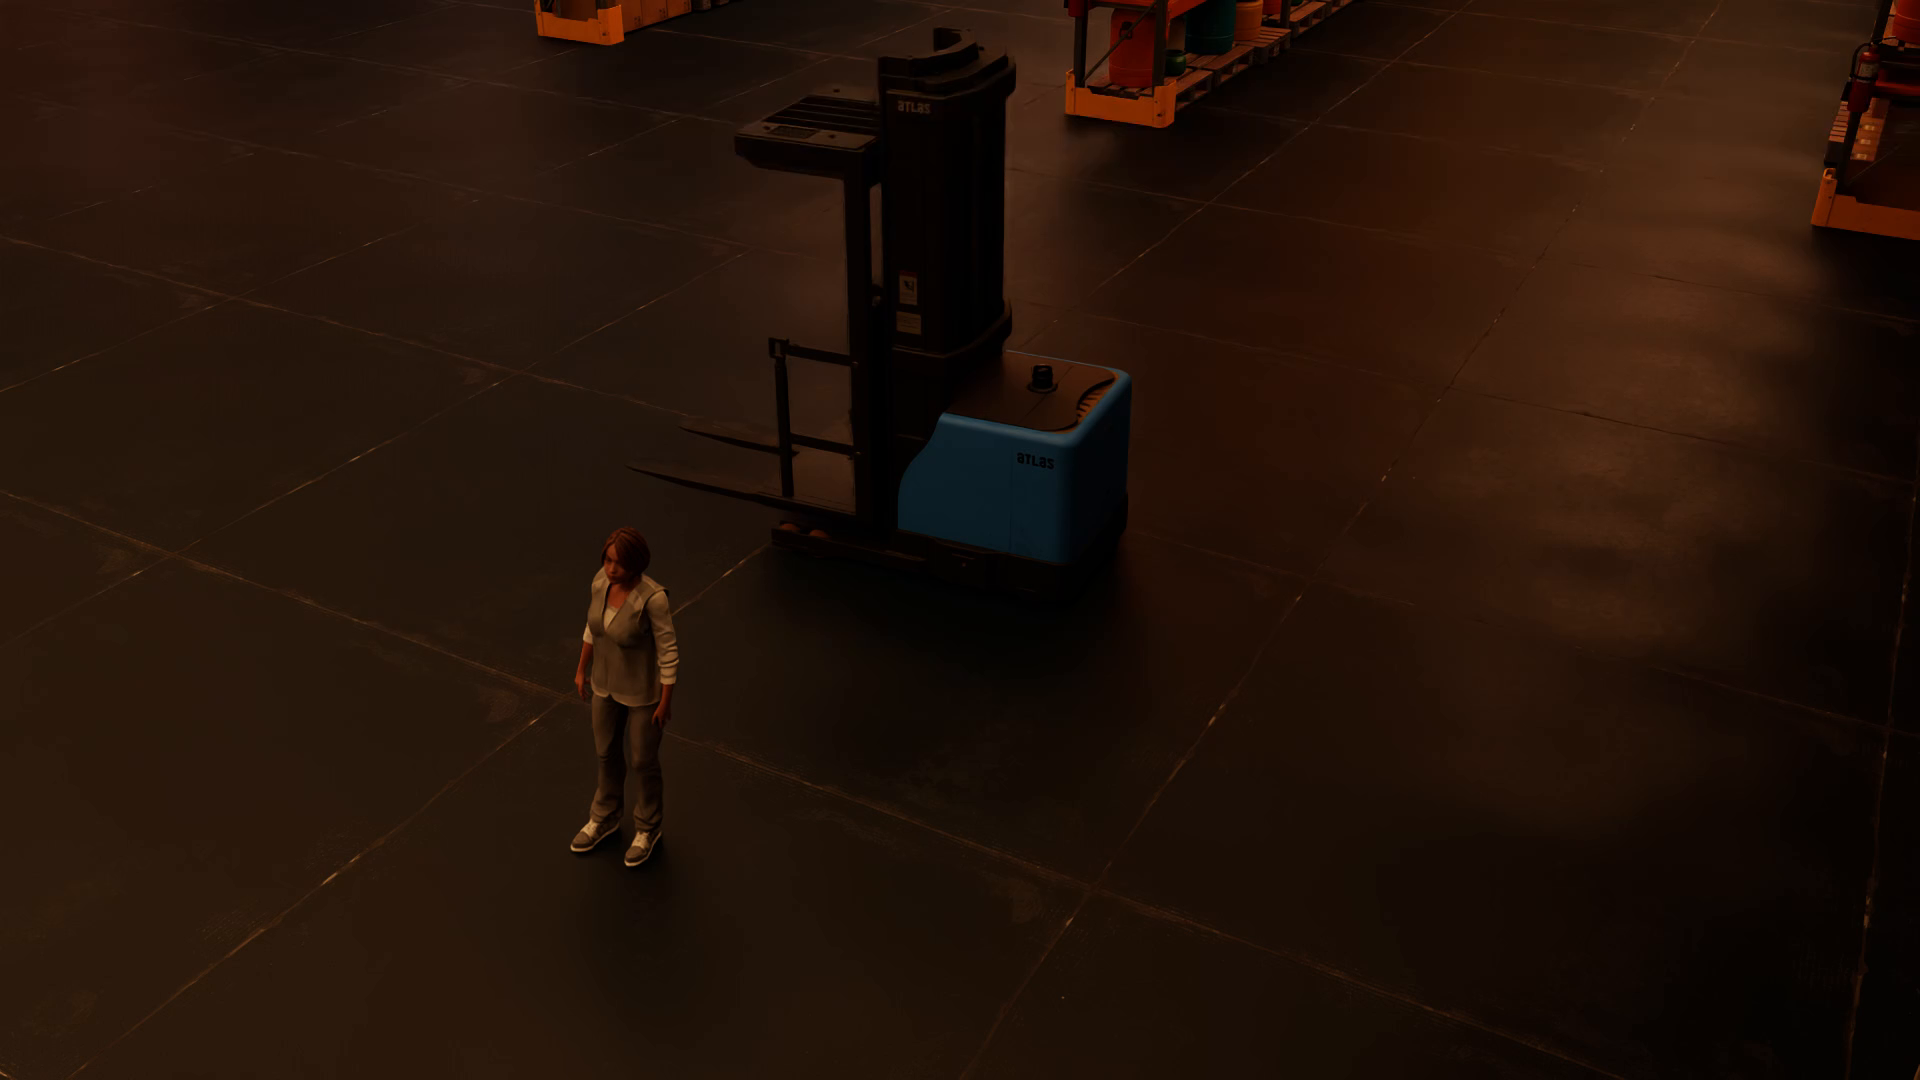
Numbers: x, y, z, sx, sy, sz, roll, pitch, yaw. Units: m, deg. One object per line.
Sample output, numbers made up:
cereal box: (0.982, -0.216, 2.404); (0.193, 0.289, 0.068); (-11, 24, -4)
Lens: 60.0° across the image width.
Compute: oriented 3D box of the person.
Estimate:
person: (-1.472, 0.690, 7.213); (0.499, 1.610, 0.437); (16, 34, 25)

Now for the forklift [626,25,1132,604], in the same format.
forklift: (-0.565, -1.388, 9.476); (3.031, 2.935, 1.130); (12, 32, 20)
